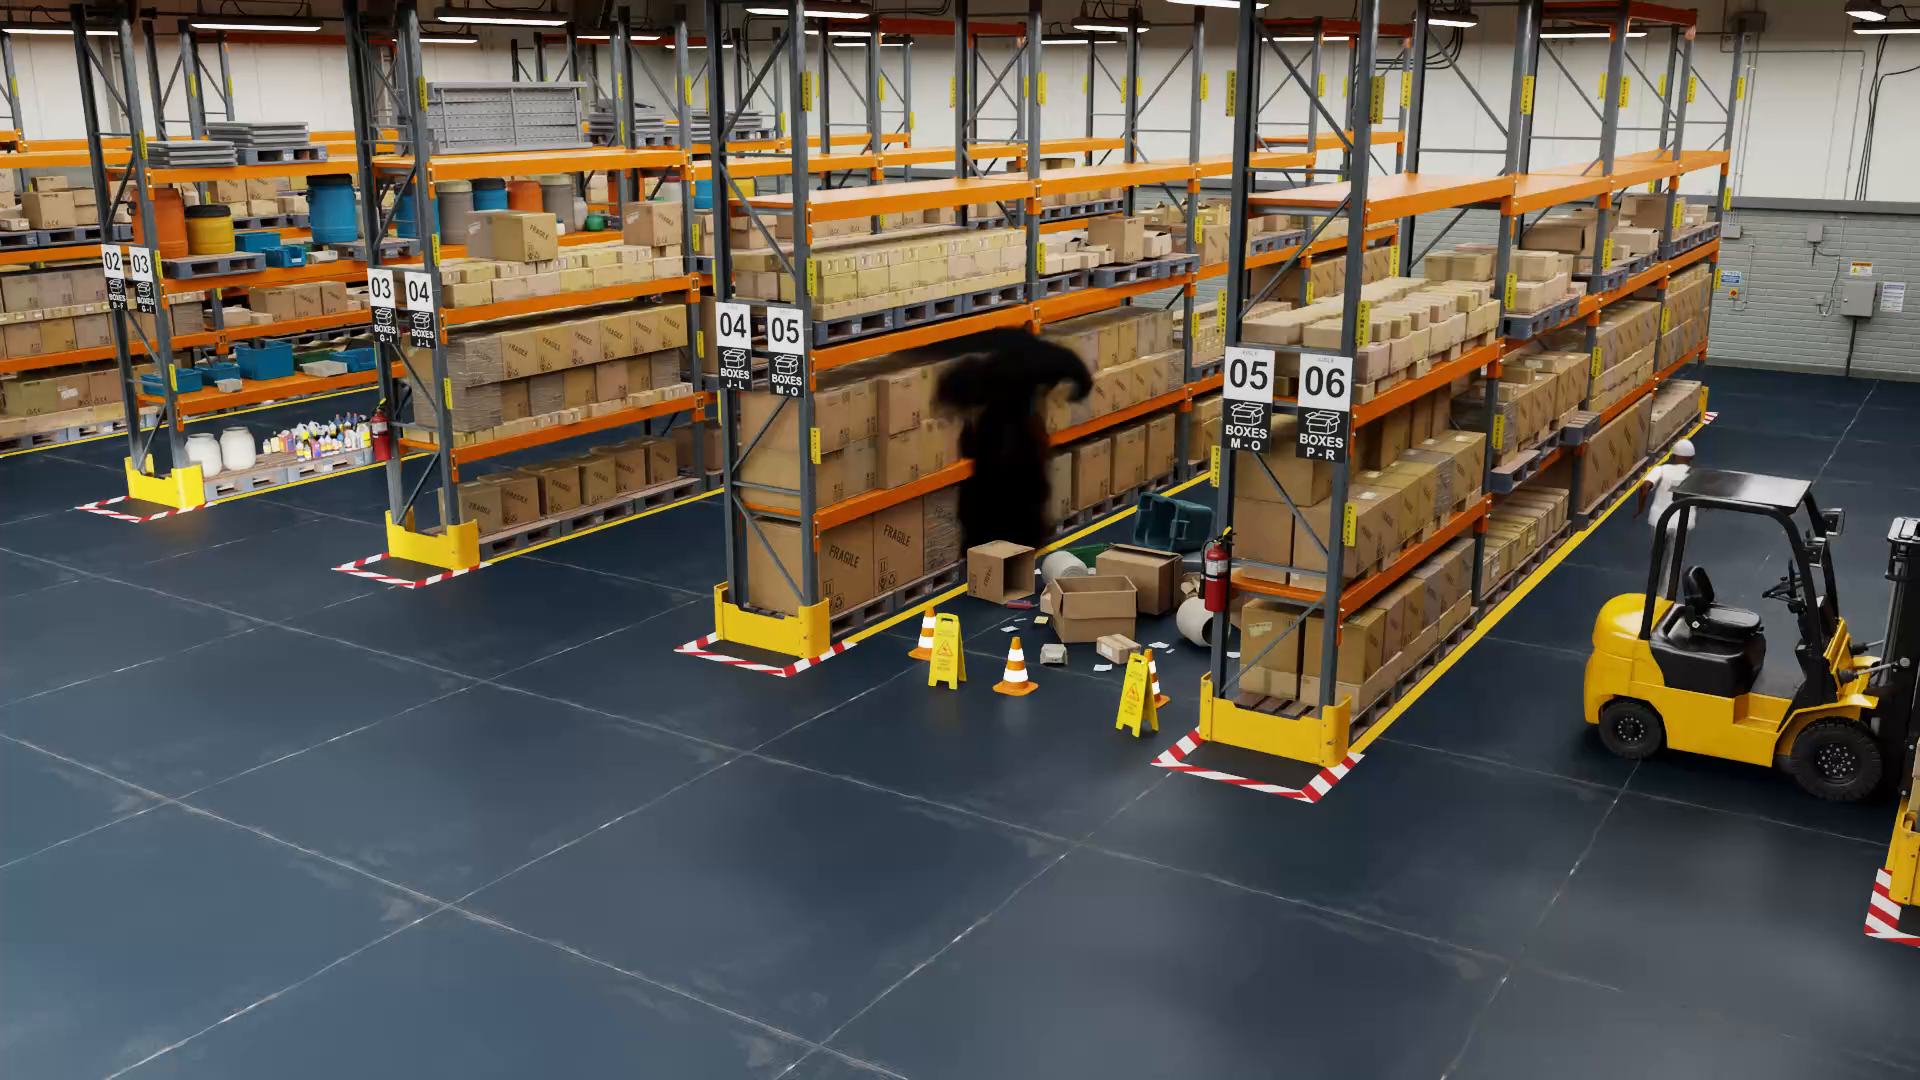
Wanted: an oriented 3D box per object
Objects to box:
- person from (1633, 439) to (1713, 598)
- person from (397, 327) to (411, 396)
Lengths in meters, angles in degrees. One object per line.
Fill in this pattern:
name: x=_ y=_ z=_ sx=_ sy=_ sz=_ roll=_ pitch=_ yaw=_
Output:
person: x=6.992 y=-0.102 z=16.345 sx=0.716 sy=1.754 sz=0.975 roll=8 pitch=17 yaw=26
person: x=-9.093 y=-2.886 z=26.743 sx=0.517 sy=1.557 sz=0.731 roll=7 pitch=17 yaw=23
